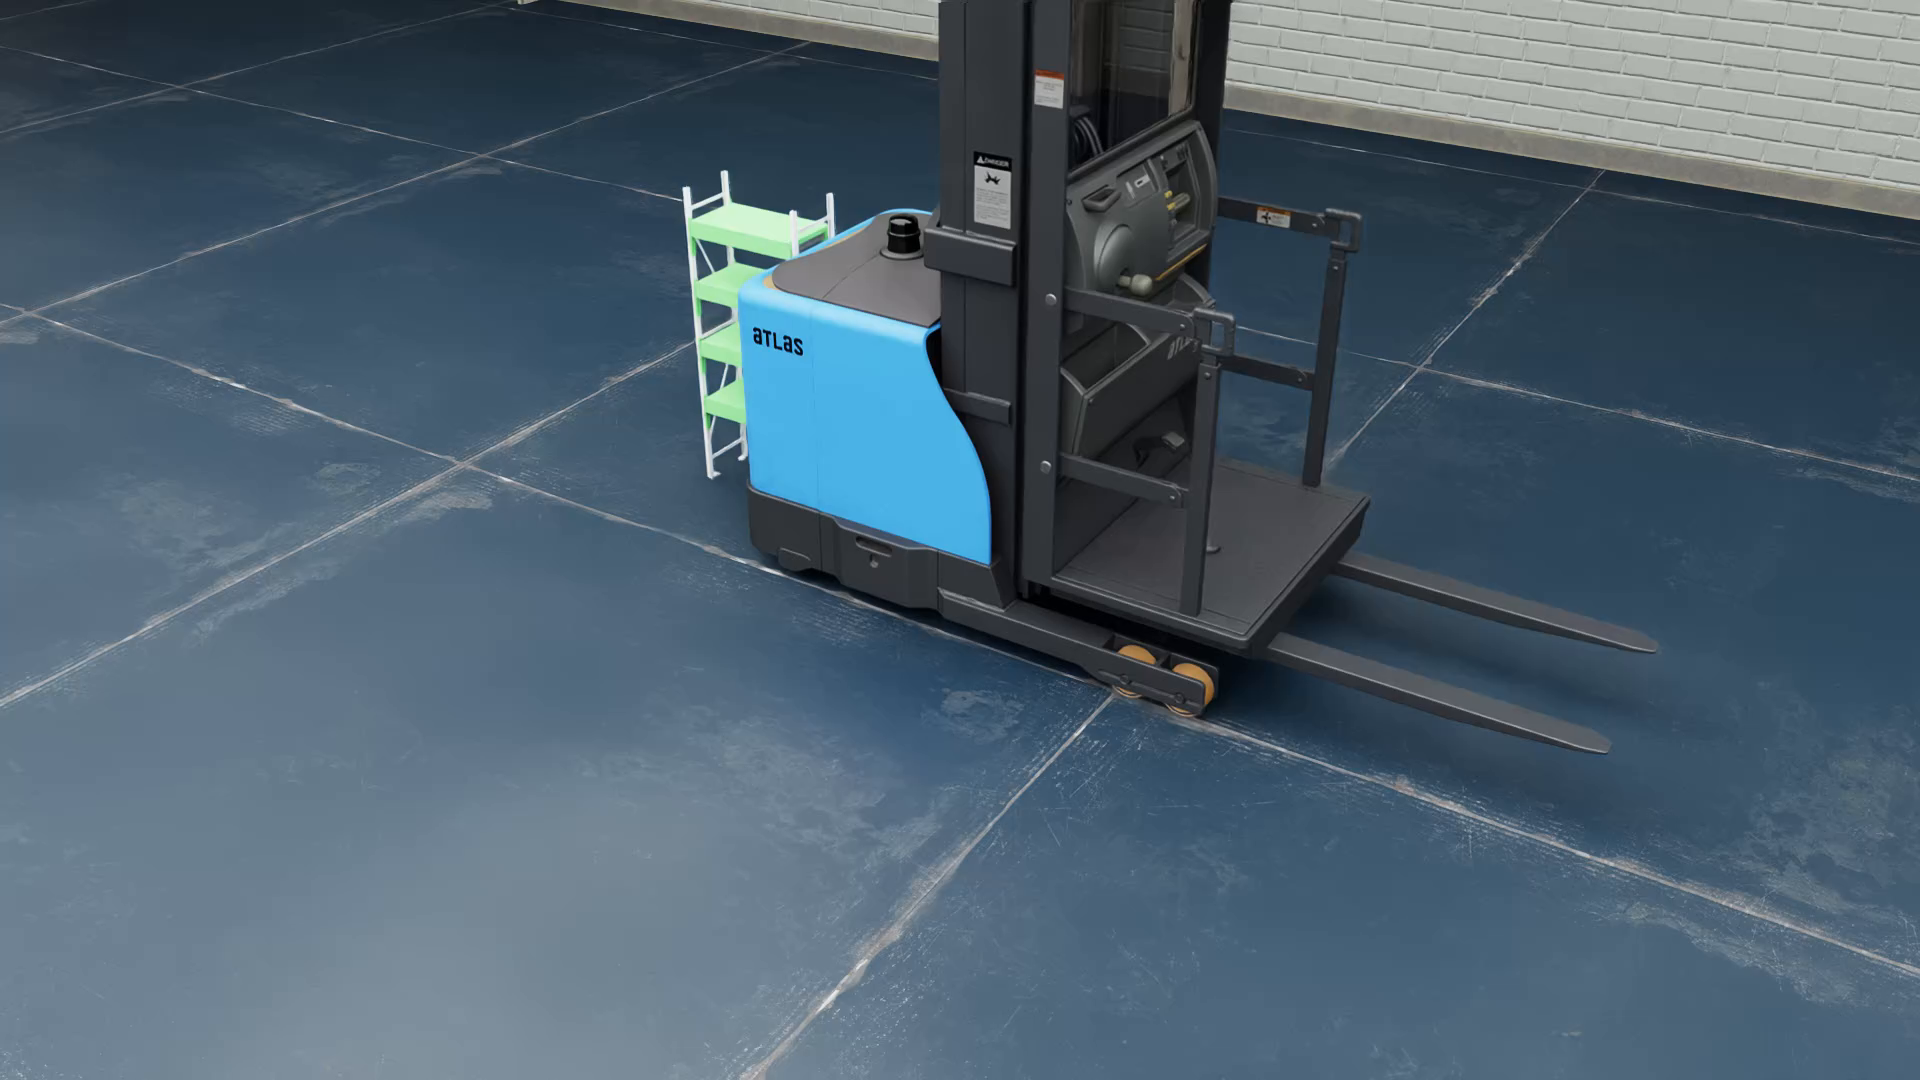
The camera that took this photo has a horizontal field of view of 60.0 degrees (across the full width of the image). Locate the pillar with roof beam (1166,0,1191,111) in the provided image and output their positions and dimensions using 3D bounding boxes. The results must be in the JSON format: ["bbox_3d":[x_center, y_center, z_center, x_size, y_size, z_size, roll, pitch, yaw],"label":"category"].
[{"bbox_3d":[-0.965,-5.055,5.985,0.400,9.000,9.100,18,35,27],"label":"pillar with roof beam"}]

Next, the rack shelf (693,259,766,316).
[{"bbox_3d":[-0.735,-0.903,6.258,0.480,0.148,0.258,18,35,27],"label":"rack shelf"}]

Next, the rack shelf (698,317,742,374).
[{"bbox_3d":[-0.735,-0.696,6.379,0.480,0.148,0.258,18,35,27],"label":"rack shelf"}]

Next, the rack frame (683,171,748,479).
[{"bbox_3d":[-0.942,-0.817,6.459,0.015,1.200,0.240,18,35,27],"label":"rack frame"}]

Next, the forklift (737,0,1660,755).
[{"bbox_3d":[0.750,-1.010,5.073,3.031,2.935,1.130,18,35,27],"label":"forklift"}]

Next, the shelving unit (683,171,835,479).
[{"bbox_3d":[-0.735,-0.751,6.347,0.503,1.200,0.258,18,35,27],"label":"shelving unit"}]

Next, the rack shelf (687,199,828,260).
[{"bbox_3d":[-0.735,-1.111,6.137,0.480,0.148,0.258,18,35,27],"label":"rack shelf"}]

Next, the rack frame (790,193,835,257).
[{"bbox_3d":[-0.529,-0.686,6.235,0.015,1.200,0.240,18,35,27],"label":"rack frame"}]

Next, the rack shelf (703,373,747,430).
[{"bbox_3d":[-0.735,-0.489,6.500,0.480,0.148,0.258,18,35,27],"label":"rack shelf"}]
